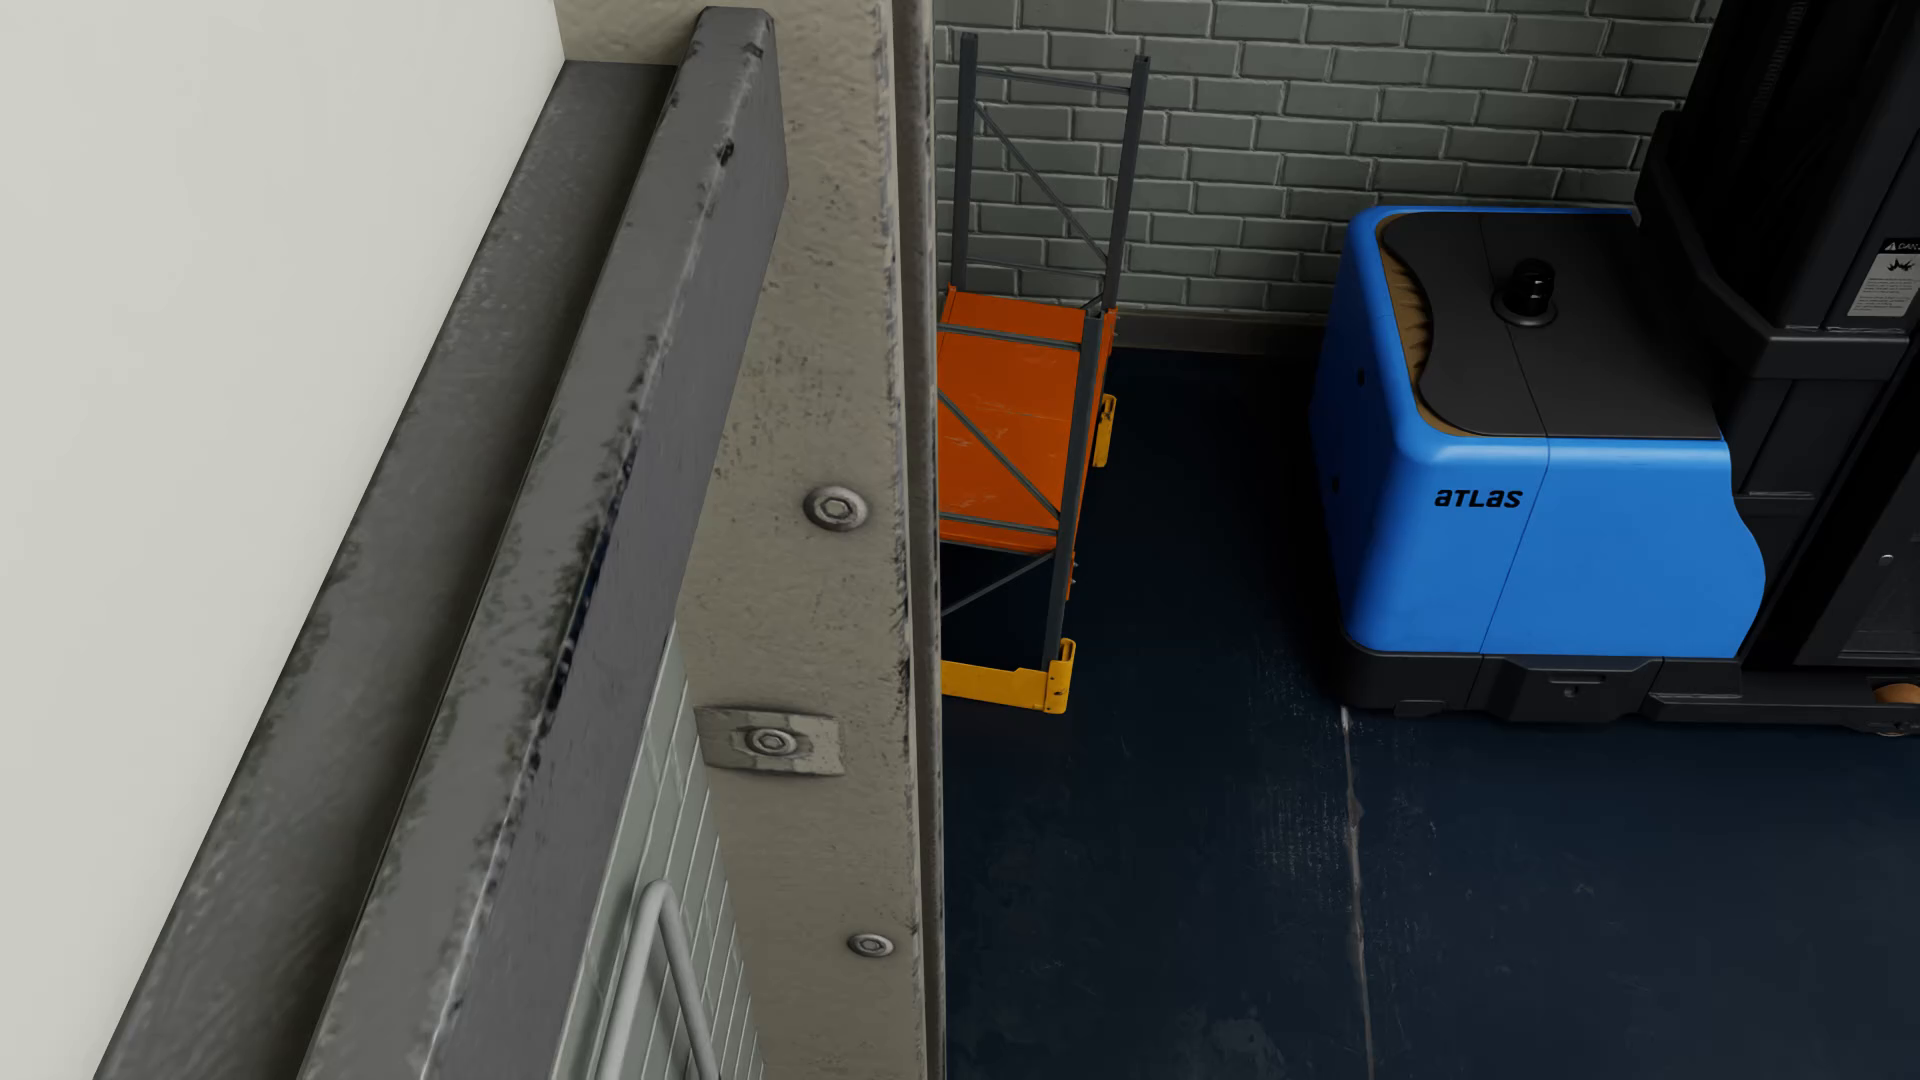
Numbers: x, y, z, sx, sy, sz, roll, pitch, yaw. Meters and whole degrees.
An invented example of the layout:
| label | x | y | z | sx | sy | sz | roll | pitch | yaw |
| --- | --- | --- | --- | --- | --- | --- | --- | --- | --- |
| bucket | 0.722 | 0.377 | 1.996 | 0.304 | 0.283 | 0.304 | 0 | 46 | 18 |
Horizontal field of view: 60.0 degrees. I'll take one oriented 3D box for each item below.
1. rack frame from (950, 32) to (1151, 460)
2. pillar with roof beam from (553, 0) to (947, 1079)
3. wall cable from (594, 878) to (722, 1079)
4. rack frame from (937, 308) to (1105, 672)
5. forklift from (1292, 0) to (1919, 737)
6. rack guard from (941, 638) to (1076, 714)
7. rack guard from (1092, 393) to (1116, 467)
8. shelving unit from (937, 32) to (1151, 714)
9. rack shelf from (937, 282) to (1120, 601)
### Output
| label | x | y | z | sx | sy | sz | roll | pitch | yaw |
| --- | --- | --- | --- | --- | --- | --- | --- | --- | --- |
| rack frame | 0.223 | -0.801 | 4.920 | 0.500 | 1.500 | 0.032 | 9 | 50 | 5 |
| pillar with roof beam | 4.084 | -1.279 | 0.322 | 9.100 | 9.000 | 0.400 | 4 | 48 | 4 |
| wall cable | -0.413 | 1.151 | 1.476 | 0.084 | 1.984 | 1.851 | 4 | 48 | 4 |
| rack frame | 0.045 | -0.046 | 4.262 | 0.500 | 1.500 | 0.032 | 9 | 50 | 5 |
| forklift | 2.574 | -0.827 | 4.020 | 3.031 | 2.935 | 1.130 | 1 | 48 | 1 |
| rack guard | 0.025 | 0.347 | 4.748 | 0.587 | 0.250 | 0.087 | 9 | 50 | 5 |
| rack guard | 0.199 | -0.393 | 5.392 | 0.587 | 0.250 | 0.087 | 9 | 50 | 5 |
| shelving unit | 0.135 | -0.430 | 4.597 | 0.587 | 1.500 | 1.083 | 9 | 50 | 5 |
| rack shelf | 0.127 | -0.306 | 4.727 | 0.538 | 0.185 | 1.000 | 9 | 50 | 5 |
